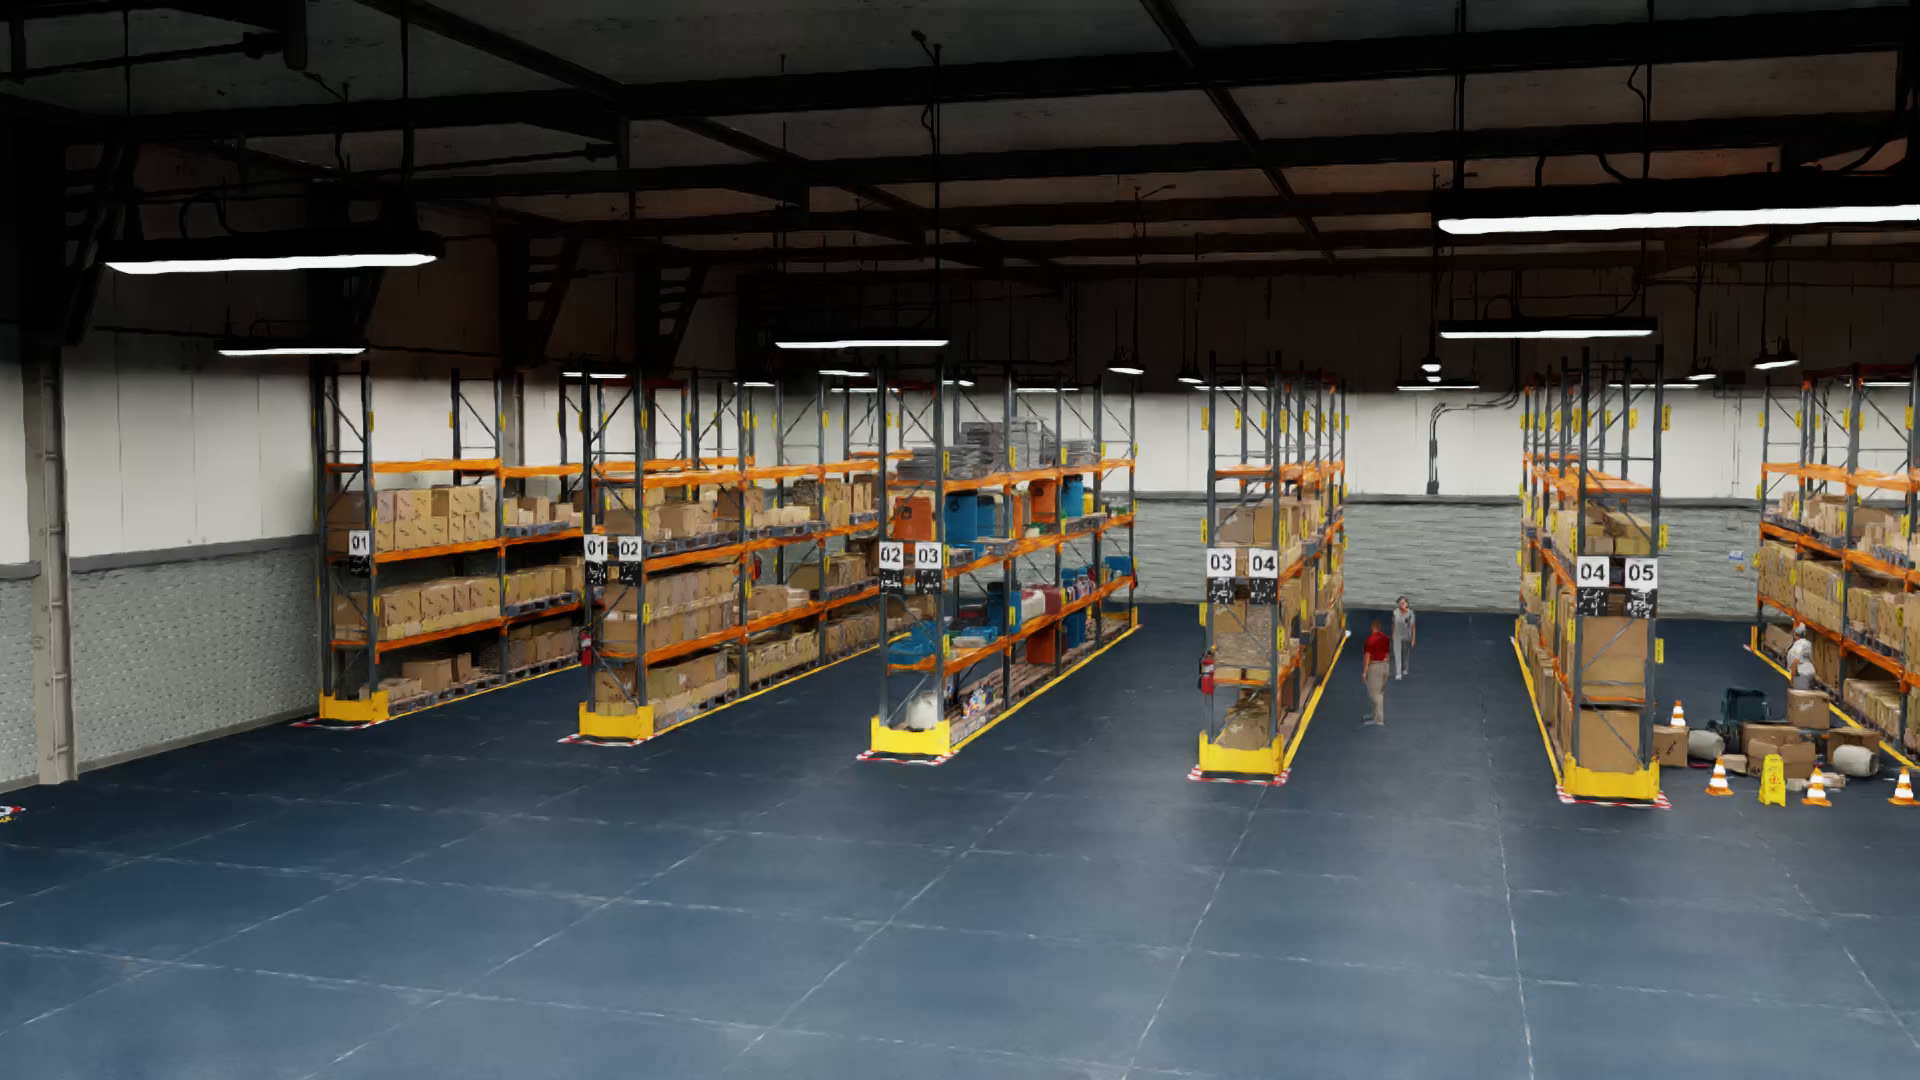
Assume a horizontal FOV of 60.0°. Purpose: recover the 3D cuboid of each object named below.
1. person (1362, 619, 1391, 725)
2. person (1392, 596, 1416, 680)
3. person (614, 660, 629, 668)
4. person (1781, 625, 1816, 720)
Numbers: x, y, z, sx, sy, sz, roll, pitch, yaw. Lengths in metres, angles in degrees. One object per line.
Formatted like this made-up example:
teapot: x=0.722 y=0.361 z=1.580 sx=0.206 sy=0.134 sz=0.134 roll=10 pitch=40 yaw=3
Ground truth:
person: x=6.851 y=2.162 z=27.497 sx=0.654 sy=1.723 sz=0.586 roll=-4 pitch=5 yaw=-41
person: x=8.614 y=1.886 z=32.278 sx=0.453 sy=1.612 sz=1.019 roll=1 pitch=4 yaw=15
person: x=-6.106 y=2.077 z=30.140 sx=0.417 sy=1.517 sz=1.036 roll=1 pitch=4 yaw=19
person: x=13.704 y=2.221 z=27.182 sx=0.562 sy=1.655 sz=0.612 roll=4 pitch=5 yaw=42
